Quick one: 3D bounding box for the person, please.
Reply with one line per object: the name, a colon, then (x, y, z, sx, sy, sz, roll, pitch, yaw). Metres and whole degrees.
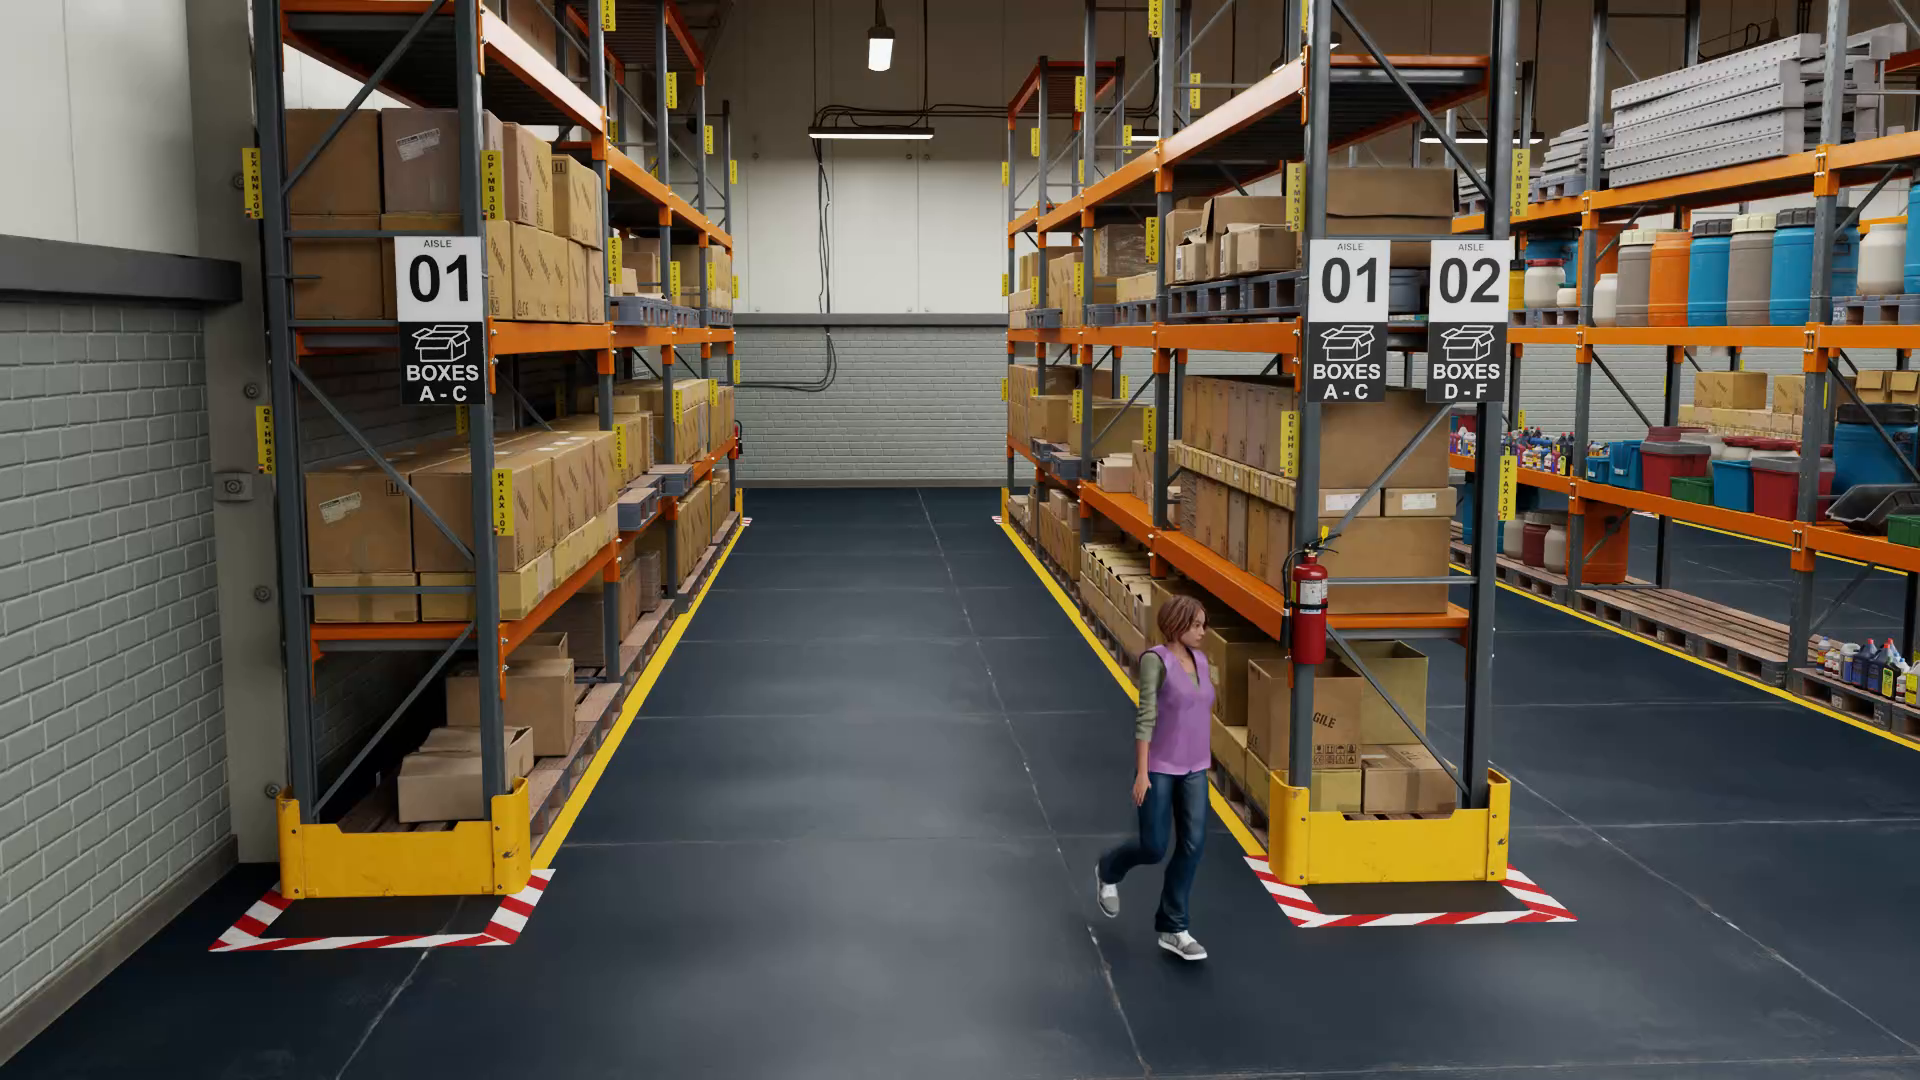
person: (0.933, 1.028, 7.423, 0.466, 1.575, 0.608, -4, 8, -32)
